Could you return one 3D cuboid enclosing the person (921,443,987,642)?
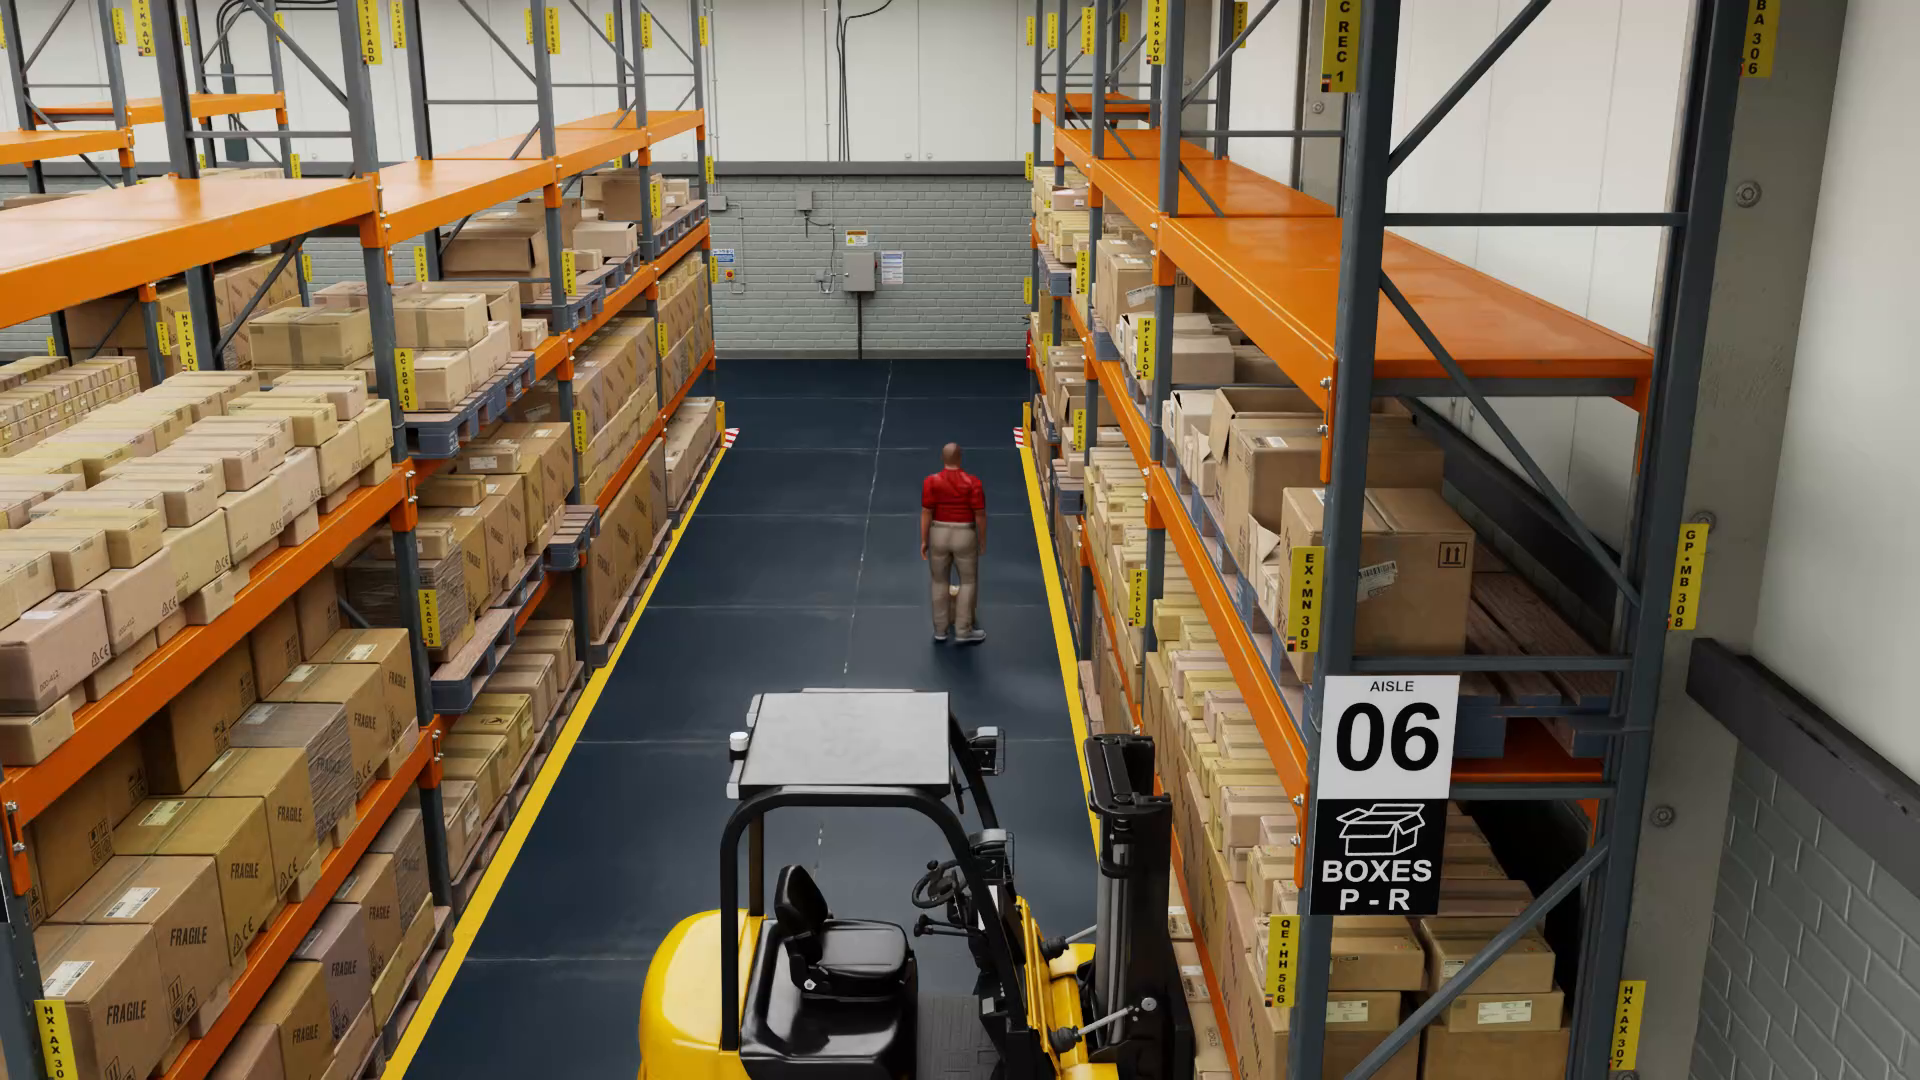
[{"bbox_3d":[-0.052,0.015,14.048,0.556,1.727,0.417,2,17,6],"label":"person"}]
